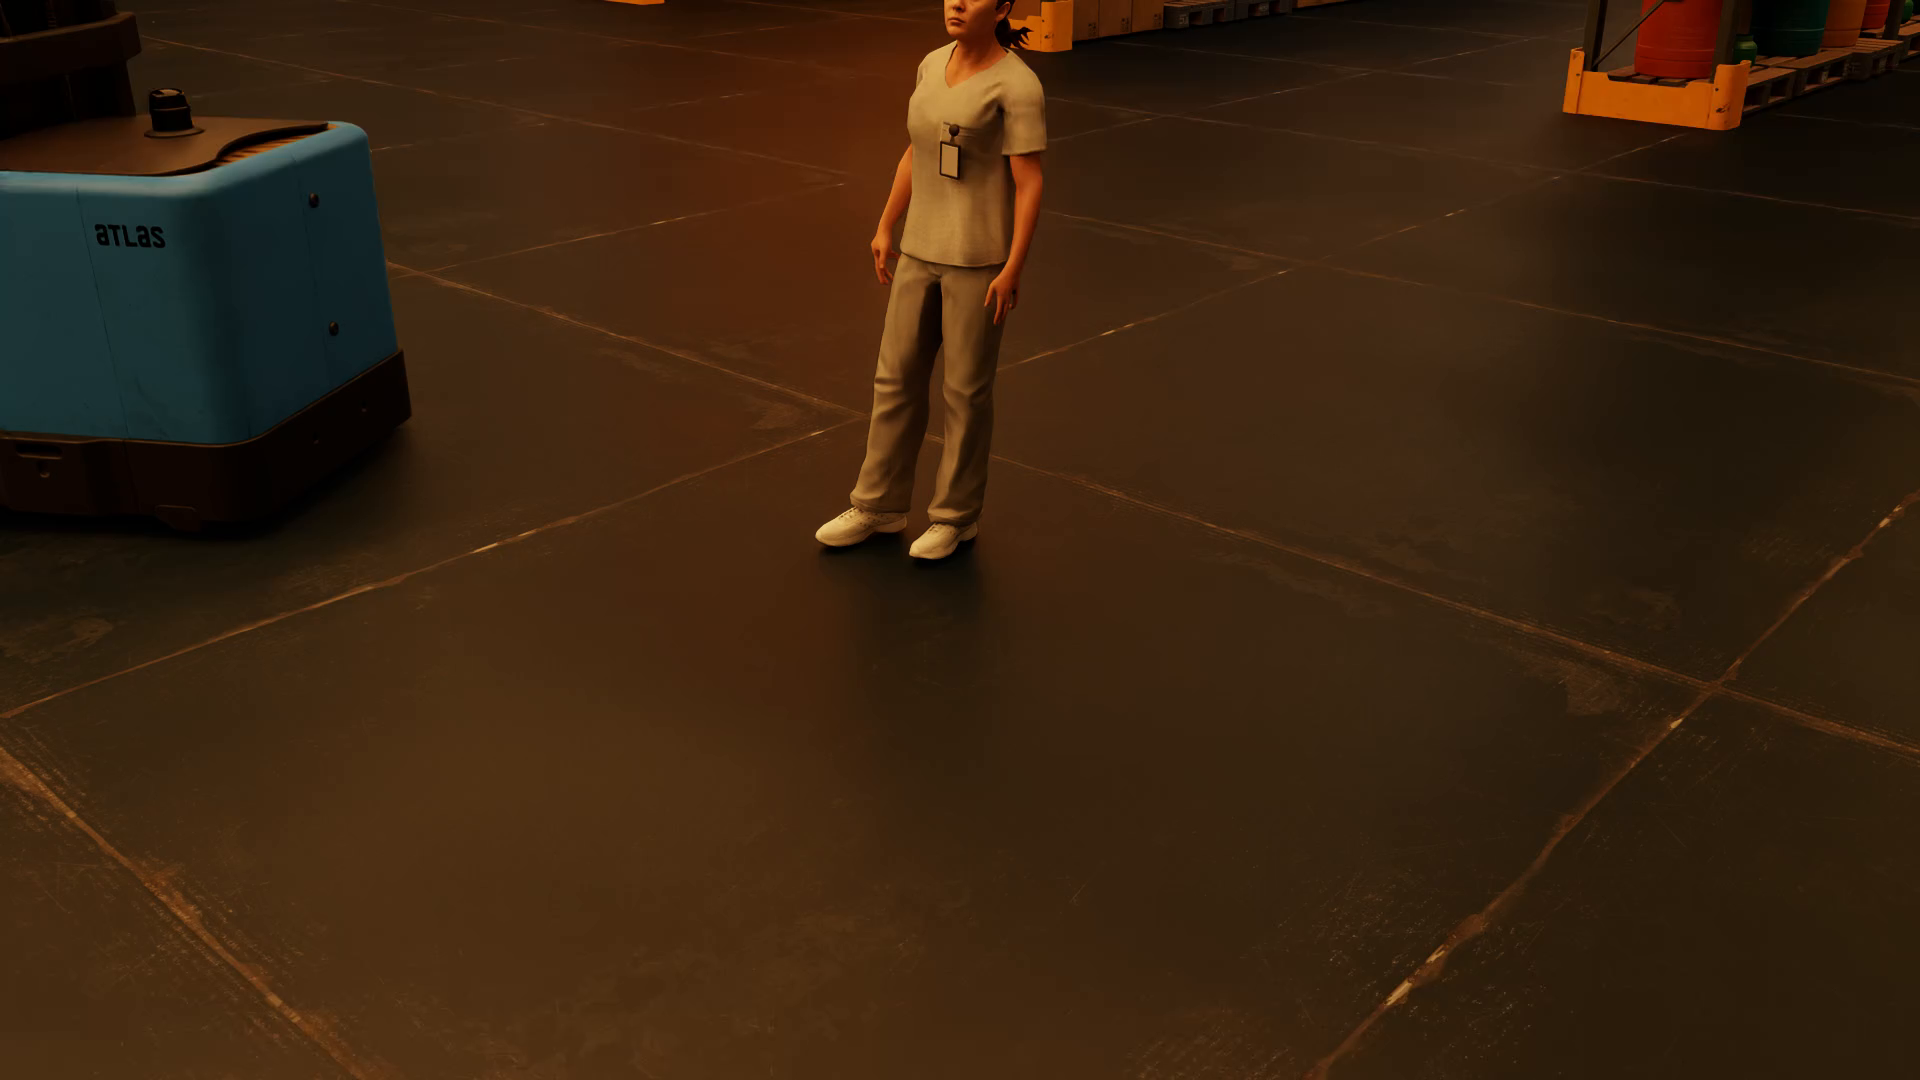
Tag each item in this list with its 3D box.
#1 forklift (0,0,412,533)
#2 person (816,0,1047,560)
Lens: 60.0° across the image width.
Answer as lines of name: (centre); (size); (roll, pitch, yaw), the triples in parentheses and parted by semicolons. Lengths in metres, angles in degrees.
forklift: (-3.472, -1.637, 5.060); (3.031, 2.935, 1.130); (4, 24, 9)
person: (-0.060, -0.756, 4.596); (0.549, 1.675, 0.549); (20, 31, 38)
